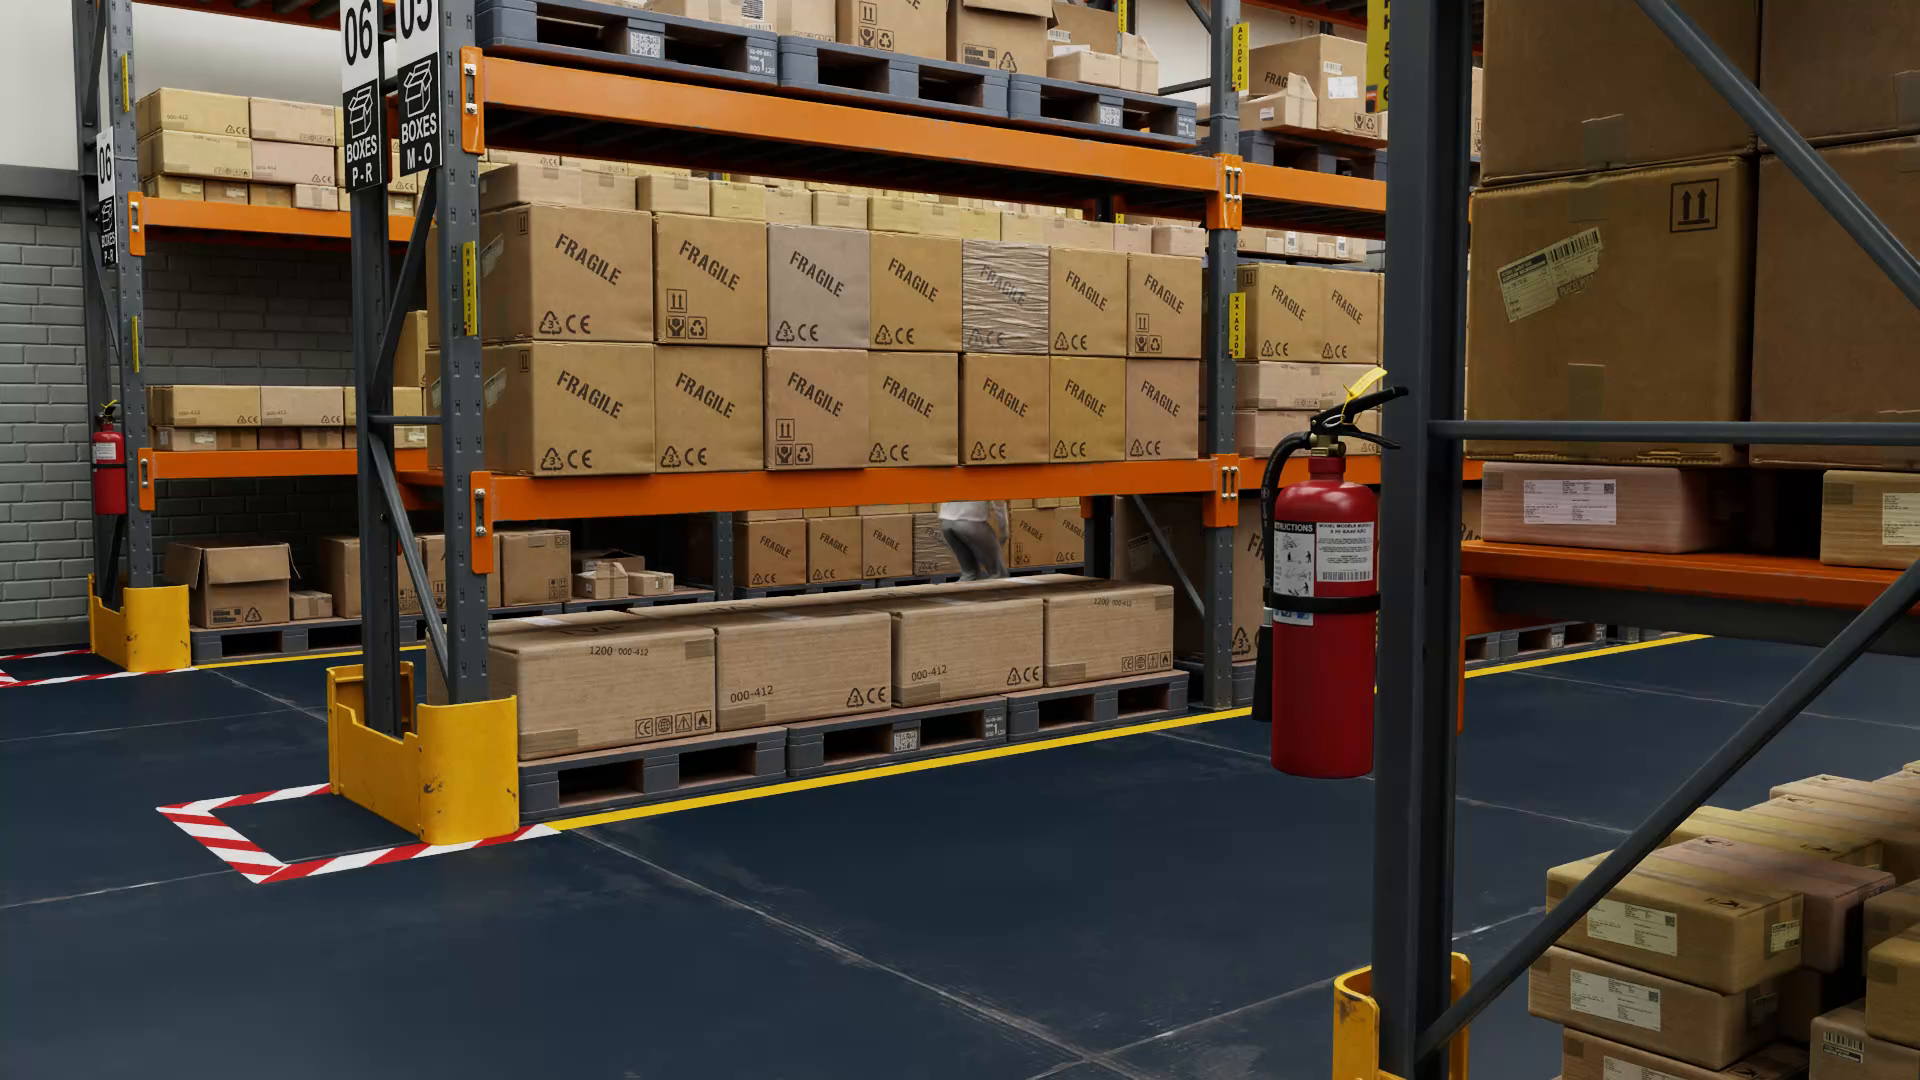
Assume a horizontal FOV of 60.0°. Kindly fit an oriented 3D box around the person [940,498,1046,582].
[{"bbox_3d":[0.278,0.088,11.472,0.923,1.151,0.411,-4,6,-41],"label":"person"}]
